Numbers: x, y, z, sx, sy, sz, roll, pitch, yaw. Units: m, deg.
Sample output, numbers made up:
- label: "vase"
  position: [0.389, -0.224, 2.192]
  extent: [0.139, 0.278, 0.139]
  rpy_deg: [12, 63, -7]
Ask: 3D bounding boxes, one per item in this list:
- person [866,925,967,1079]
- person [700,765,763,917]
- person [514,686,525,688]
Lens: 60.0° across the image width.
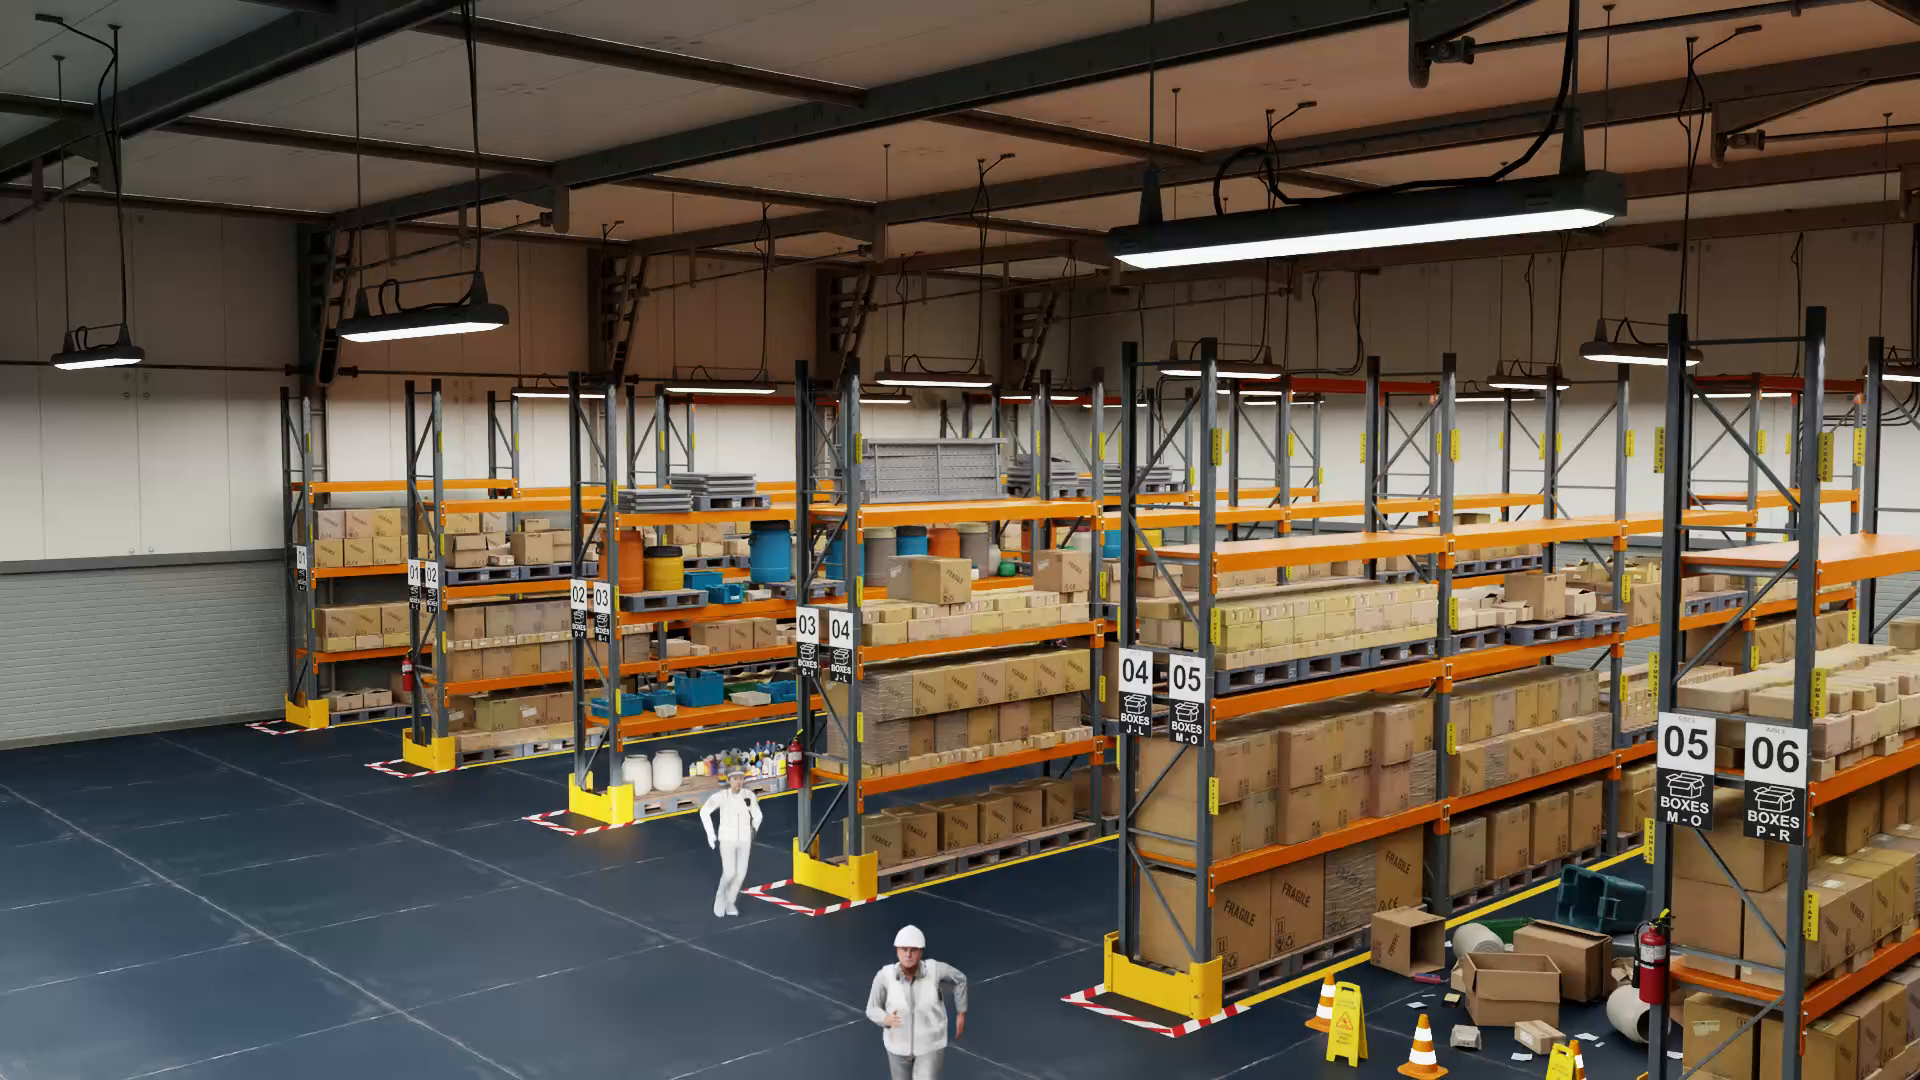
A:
- label: "person"
  position: [-0.307, 3.544, 11.588]
  extent: [0.680, 1.785, 0.825]
  rpy_deg: [0, 4, 6]
- label: "person"
  position: [-2.394, 3.202, 17.695]
  extent: [0.638, 1.650, 0.664]
  rpy_deg: [-2, 4, -26]
- label: "person"
  position: [-7.803, 2.493, 29.557]
  extent: [0.547, 1.563, 0.755]
  rpy_deg: [2, 4, 30]
